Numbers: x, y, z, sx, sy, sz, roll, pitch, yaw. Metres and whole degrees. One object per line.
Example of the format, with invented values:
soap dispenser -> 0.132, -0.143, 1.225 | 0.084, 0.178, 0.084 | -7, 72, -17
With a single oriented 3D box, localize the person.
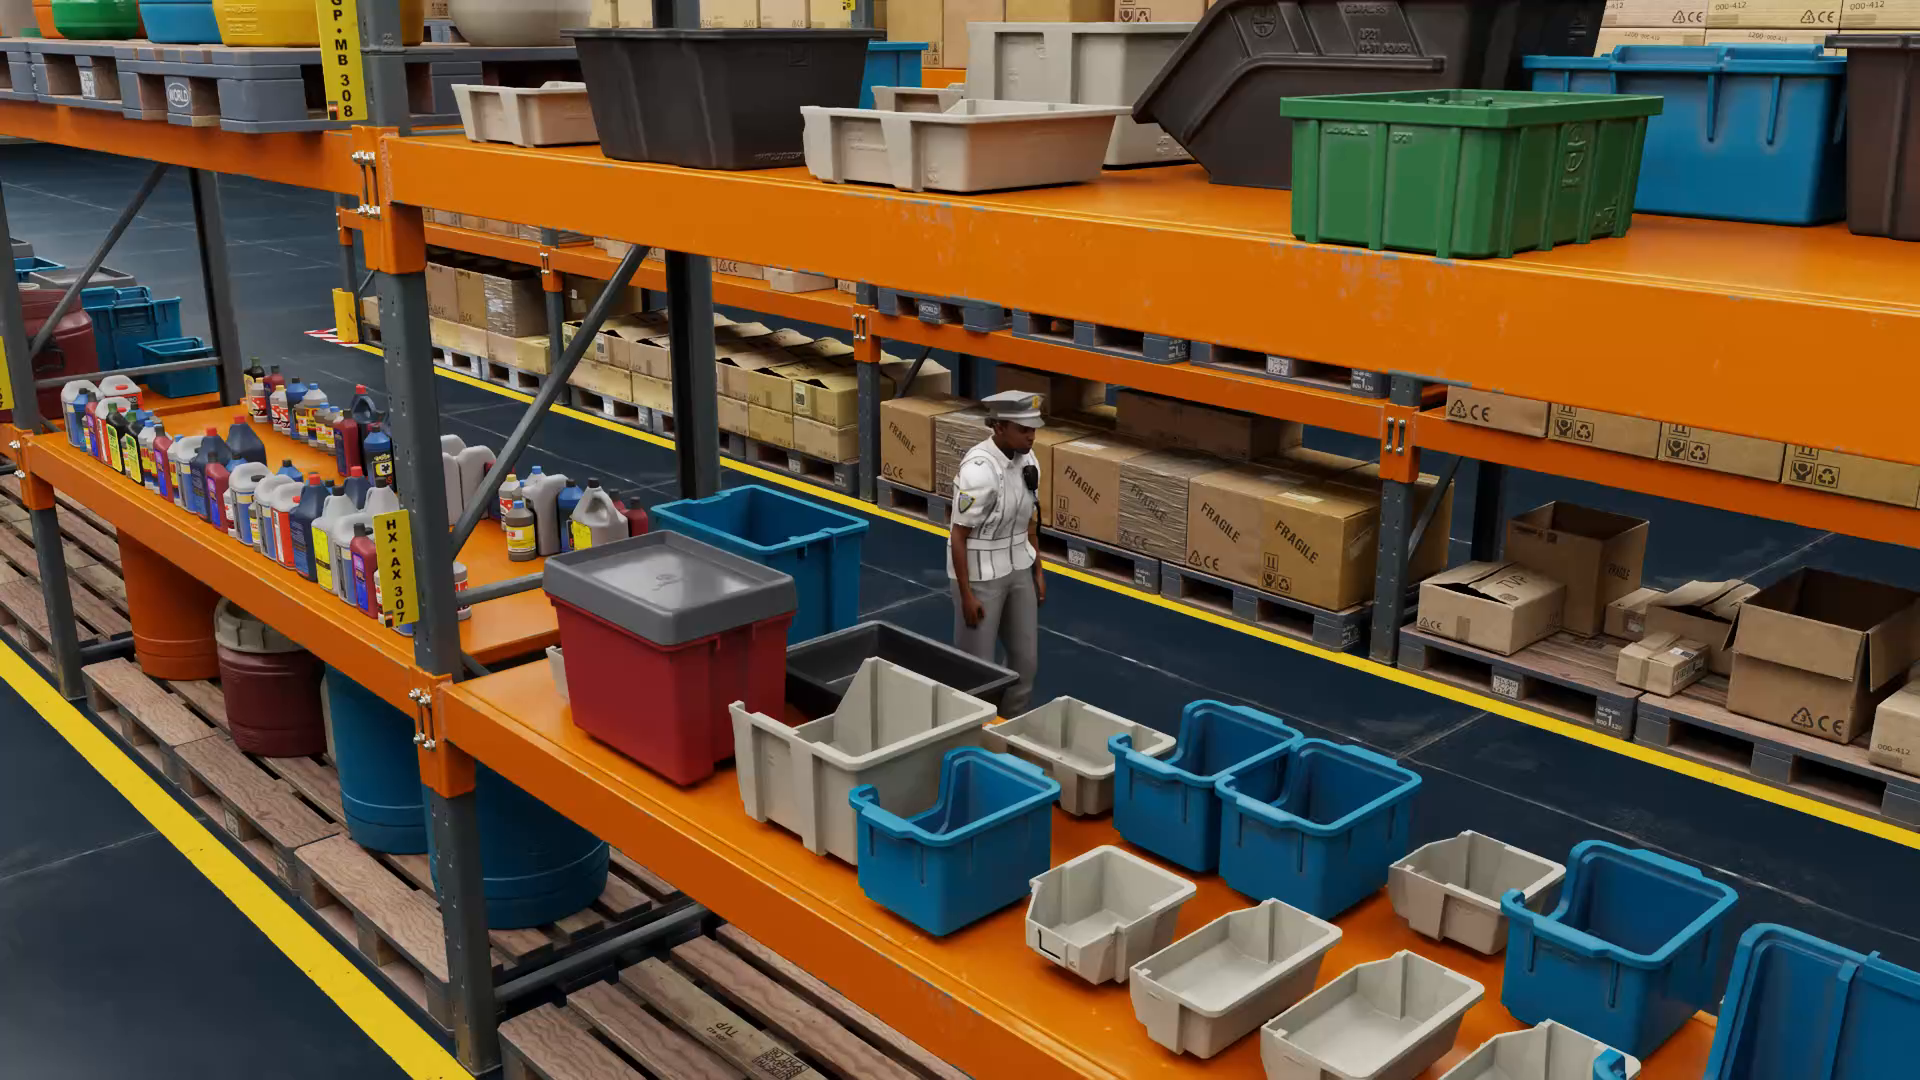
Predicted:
person -> 0.163, 0.186, 6.950 | 0.419, 1.663, 0.529 | 16, 24, 42
